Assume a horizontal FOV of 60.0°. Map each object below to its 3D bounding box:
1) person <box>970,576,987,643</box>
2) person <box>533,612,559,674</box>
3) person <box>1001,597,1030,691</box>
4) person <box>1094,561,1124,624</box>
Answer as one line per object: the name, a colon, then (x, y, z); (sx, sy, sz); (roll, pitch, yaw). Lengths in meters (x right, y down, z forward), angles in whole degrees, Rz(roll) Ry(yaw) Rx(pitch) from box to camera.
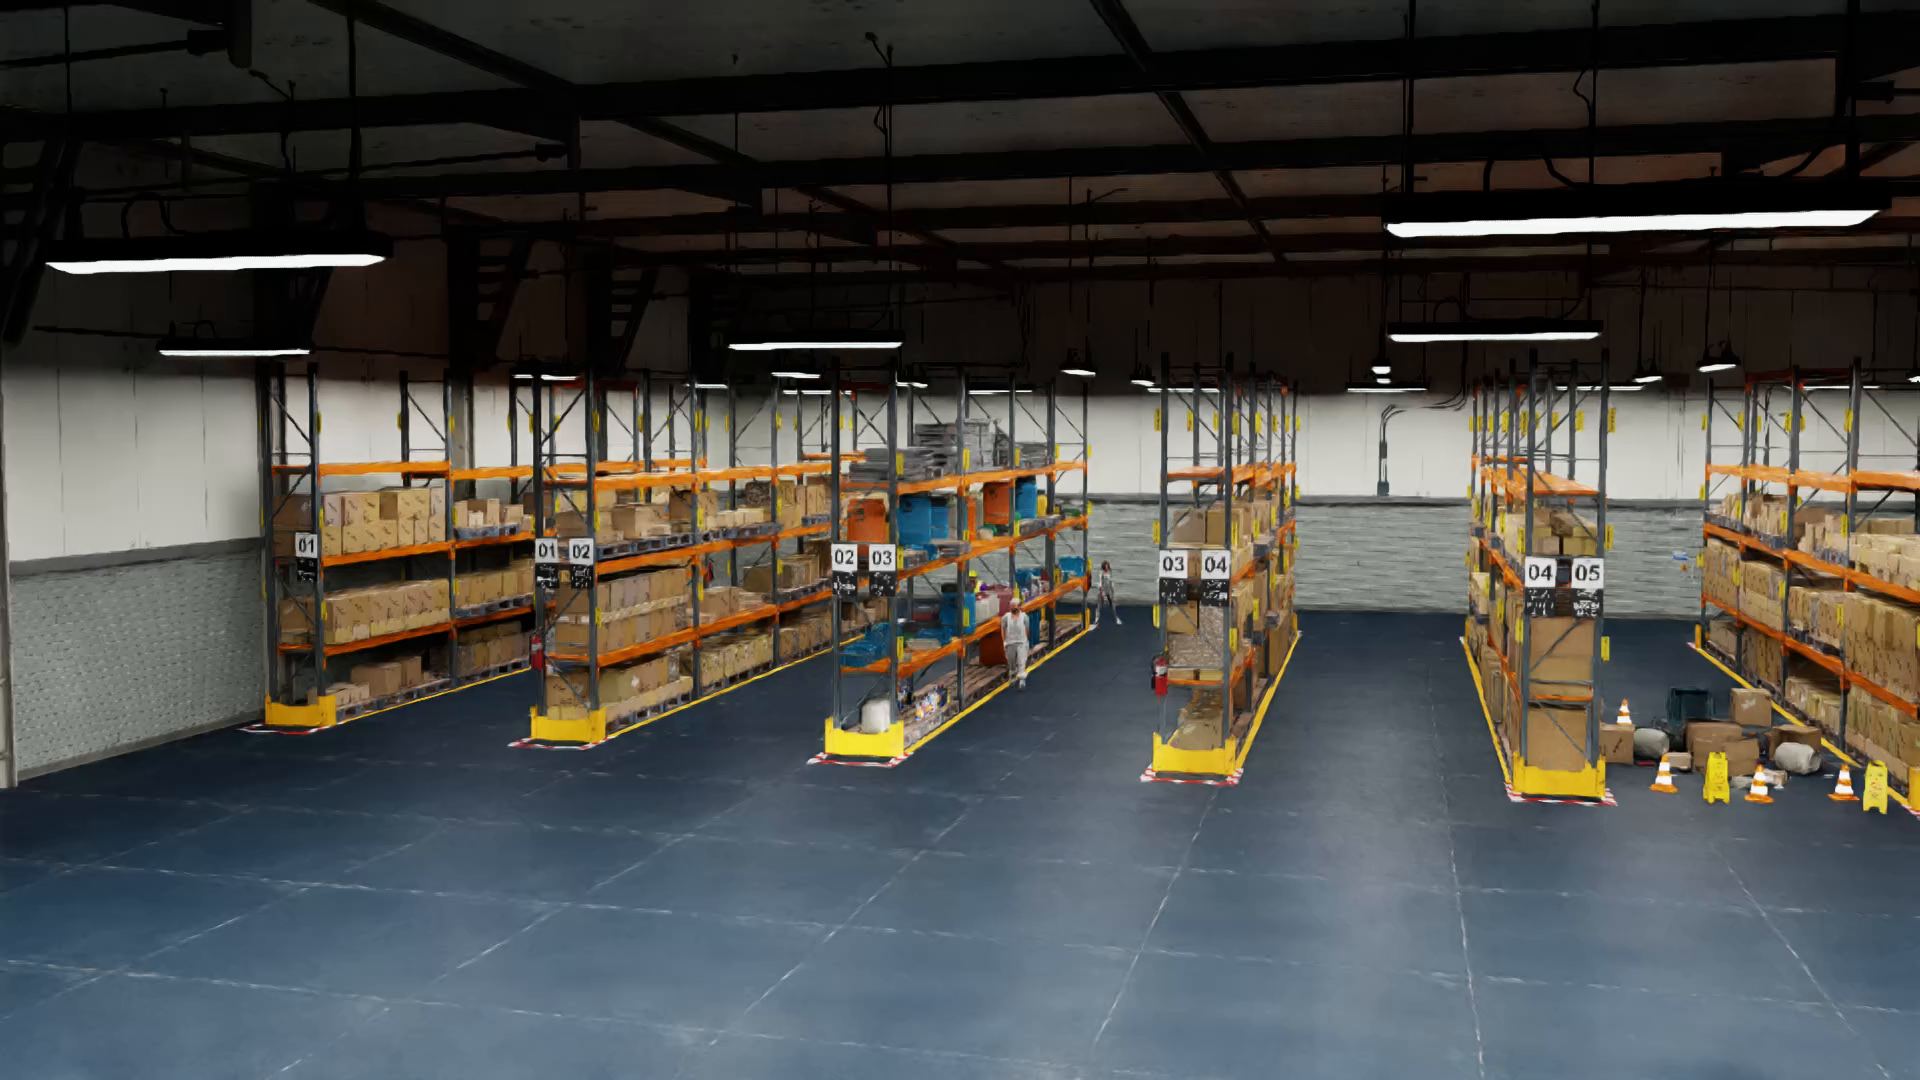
person: (0.311, 1.535, 37.497); (0.719, 1.679, 0.543); (1, 4, 14)
person: (-7.472, 2.079, 29.935); (0.448, 1.586, 1.099); (1, 4, 12)
person: (1.033, 1.933, 31.183); (0.528, 1.727, 1.030); (0, 4, 6)
person: (3.675, 1.304, 41.409); (0.609, 1.556, 0.616); (-2, 4, -25)
